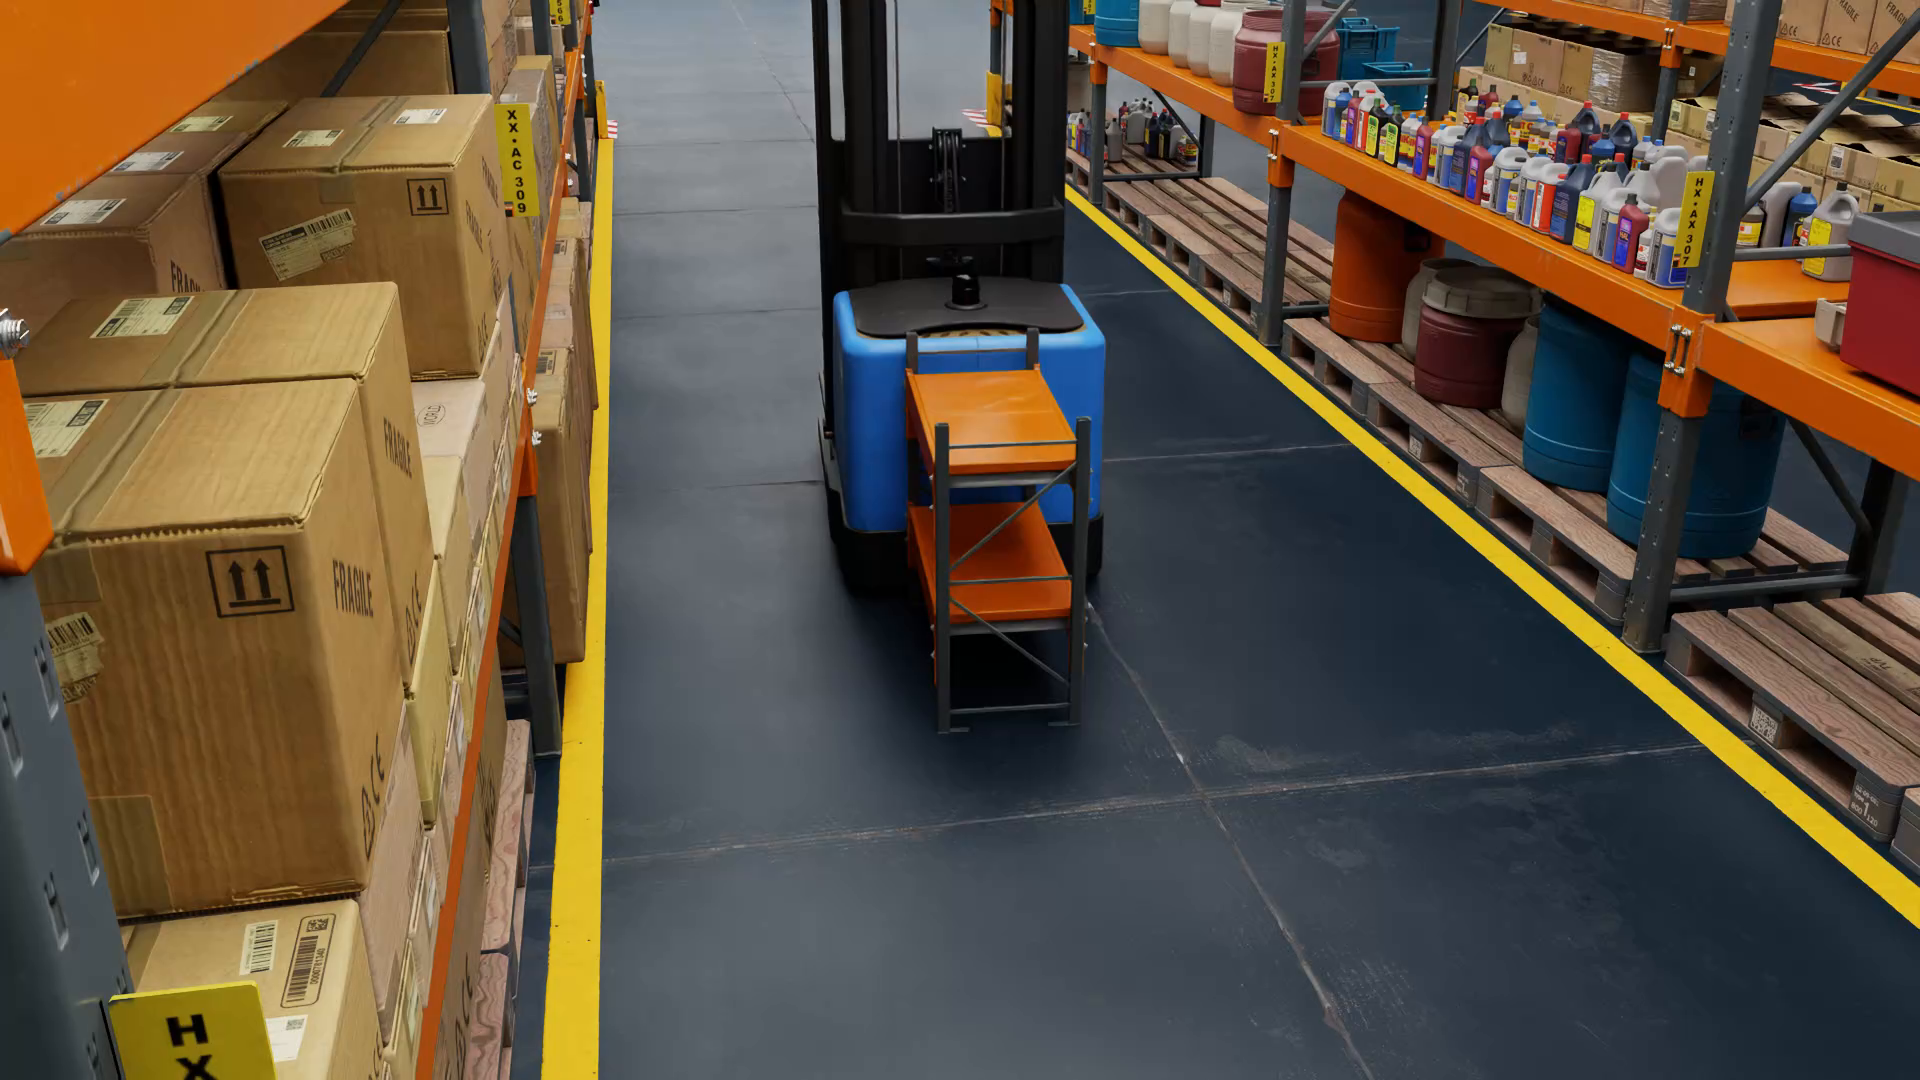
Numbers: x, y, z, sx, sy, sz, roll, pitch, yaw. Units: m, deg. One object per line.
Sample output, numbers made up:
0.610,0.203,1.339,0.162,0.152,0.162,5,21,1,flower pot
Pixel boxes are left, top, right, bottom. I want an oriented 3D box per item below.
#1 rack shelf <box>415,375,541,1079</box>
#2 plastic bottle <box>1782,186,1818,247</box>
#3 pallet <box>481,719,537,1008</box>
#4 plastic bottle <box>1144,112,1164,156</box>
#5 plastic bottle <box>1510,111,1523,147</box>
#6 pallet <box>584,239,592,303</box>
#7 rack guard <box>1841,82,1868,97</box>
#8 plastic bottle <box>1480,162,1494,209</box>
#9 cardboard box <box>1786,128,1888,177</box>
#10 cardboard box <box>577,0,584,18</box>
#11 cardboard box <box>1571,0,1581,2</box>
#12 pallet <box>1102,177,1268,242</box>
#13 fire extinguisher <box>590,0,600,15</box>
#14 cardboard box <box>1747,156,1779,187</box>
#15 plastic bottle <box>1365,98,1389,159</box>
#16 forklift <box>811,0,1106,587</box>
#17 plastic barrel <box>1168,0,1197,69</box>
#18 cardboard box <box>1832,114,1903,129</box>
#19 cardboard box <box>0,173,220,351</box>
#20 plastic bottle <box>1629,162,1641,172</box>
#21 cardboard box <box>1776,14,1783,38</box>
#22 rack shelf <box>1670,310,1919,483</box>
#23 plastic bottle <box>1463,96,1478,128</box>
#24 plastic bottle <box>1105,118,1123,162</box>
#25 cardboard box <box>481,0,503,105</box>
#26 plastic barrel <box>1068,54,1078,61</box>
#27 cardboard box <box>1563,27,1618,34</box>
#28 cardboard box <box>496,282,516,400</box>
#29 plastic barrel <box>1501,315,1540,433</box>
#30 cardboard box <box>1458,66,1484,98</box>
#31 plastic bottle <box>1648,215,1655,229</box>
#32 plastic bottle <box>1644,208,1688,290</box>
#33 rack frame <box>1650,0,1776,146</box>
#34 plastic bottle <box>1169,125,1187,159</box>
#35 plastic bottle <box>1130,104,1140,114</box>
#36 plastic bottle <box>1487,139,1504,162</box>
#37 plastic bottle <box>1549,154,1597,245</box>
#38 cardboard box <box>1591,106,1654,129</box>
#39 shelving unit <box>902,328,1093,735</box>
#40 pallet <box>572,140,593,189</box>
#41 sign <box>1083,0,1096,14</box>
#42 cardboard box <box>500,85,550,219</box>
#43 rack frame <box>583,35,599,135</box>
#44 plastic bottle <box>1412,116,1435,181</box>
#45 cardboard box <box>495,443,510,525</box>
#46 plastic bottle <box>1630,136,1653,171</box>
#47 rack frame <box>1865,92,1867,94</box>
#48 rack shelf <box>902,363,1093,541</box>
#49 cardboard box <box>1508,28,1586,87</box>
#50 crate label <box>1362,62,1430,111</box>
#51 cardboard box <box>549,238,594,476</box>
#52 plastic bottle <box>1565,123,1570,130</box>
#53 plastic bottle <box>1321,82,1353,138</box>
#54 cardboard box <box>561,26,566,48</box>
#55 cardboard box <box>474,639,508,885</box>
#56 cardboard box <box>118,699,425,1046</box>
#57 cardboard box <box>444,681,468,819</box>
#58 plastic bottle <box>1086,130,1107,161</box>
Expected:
-1.469,0.484,3.293,1.077,0.370,4.000,-4,24,-10,rack shelf
3.298,-1.251,6.527,0.097,0.271,0.097,0,24,0,plastic bottle
-1.775,0.950,4.811,1.003,0.211,1.213,-4,24,-10,pallet
1.666,-3.471,14.210,0.144,0.351,0.185,-4,24,-10,plastic bottle
2.883,-2.101,8.562,0.097,0.201,0.097,0,24,0,plastic bottle
-2.944,-1.714,10.912,1.003,0.211,1.213,-4,24,-10,pallet
10.560,-5.277,18.708,1.175,0.500,0.348,-4,24,-10,rack guard
2.361,-1.569,7.343,0.097,0.201,0.097,0,24,0,plastic bottle
6.535,-2.915,12.386,0.500,0.311,0.500,-4,24,-8,cardboard box
-3.399,-4.342,12.948,0.875,0.500,0.500,-4,24,-10,cardboard box
6.041,-5.337,15.597,0.700,0.500,0.500,-4,24,-8,cardboard box
1.732,-2.562,12.852,1.003,0.211,1.213,-4,24,-10,pallet
-3.626,-5.396,15.954,0.296,0.674,0.183,-4,24,-10,fire extinguisher
6.441,-2.862,12.965,0.500,0.250,0.500,-5,24,-11,cardboard box
2.117,-2.087,8.426,0.061,0.283,0.133,-4,24,-10,plastic bottle
-0.111,-1.710,7.504,1.130,2.935,3.031,-3,24,-6,forklift
1.646,-3.527,11.408,0.433,0.535,0.433,0,24,0,plastic barrel
6.967,-3.162,12.951,0.500,0.311,0.500,-4,24,-10,cardboard box
-1.818,-0.438,3.384,0.500,0.500,0.500,-5,24,-11,cardboard box
2.984,-1.557,7.316,0.097,0.201,0.097,0,24,0,plastic bottle
6.381,-4.032,13.048,0.380,0.149,0.250,-4,24,-10,cardboard box
3.398,0.117,4.133,1.077,0.370,4.000,-4,24,-10,rack shelf
2.786,-2.307,9.033,0.097,0.201,0.097,0,24,0,plastic bottle
1.288,-3.376,13.992,0.144,0.351,0.185,-4,24,-10,plastic bottle
-2.211,-1.903,6.481,0.797,0.503,0.637,-4,24,-8,cardboard box
1.006,-4.518,16.431,0.421,0.512,0.421,0,24,0,plastic barrel
6.269,-4.779,16.419,0.500,0.500,0.500,-4,24,-10,cardboard box
-1.500,-0.546,4.568,0.500,0.250,0.500,-5,24,-11,cardboard box
2.797,-0.774,7.858,0.421,0.512,0.421,0,24,0,plastic barrel
5.559,-4.789,17.379,0.500,0.250,0.500,-4,24,-10,cardboard box
2.625,-1.140,6.360,0.097,0.201,0.097,0,24,0,plastic bottle
2.638,-1.073,6.115,0.152,0.276,0.135,-4,24,-10,plastic bottle
6.418,-4.511,13.831,1.000,3.000,0.127,-4,24,-10,rack frame
1.834,-3.382,14.100,0.152,0.276,0.135,-3,24,-8,plastic bottle
1.625,-3.827,15.118,0.152,0.276,0.135,-5,24,-11,plastic bottle
2.396,-1.658,7.459,0.097,0.271,0.097,0,24,0,plastic bottle
2.503,-1.387,6.739,0.144,0.351,0.185,-4,24,-10,plastic bottle
6.034,-3.807,15.130,0.500,0.250,0.500,-4,24,-10,cardboard box
0.109,-0.065,5.994,0.538,1.125,1.048,-3,24,-6,shelving unit
-3.706,-3.244,14.413,1.003,0.211,1.213,-4,24,-10,pallet
1.006,-4.236,12.856,0.100,0.325,0.005,-4,24,-10,sign
-2.058,-1.675,7.213,0.500,0.500,0.500,-5,24,-11,cardboard box
-4.058,-5.353,15.758,1.000,3.000,0.127,-4,24,-10,rack frame
2.220,-1.867,7.923,0.061,0.283,0.133,-4,24,-10,plastic bottle
-1.318,-0.118,4.087,0.380,0.149,0.250,-4,24,-9,cardboard box
3.091,-1.692,7.537,0.097,0.271,0.097,0,24,0,plastic bottle
10.546,-6.452,18.276,1.000,3.000,0.127,-4,24,-10,rack frame
0.109,-0.333,5.877,0.538,0.278,1.000,-3,24,-6,rack shelf
5.758,-4.741,16.331,0.500,0.500,0.500,-4,24,-10,cardboard box
2.579,-2.689,9.869,0.303,0.233,0.416,-4,24,-10,crate label
-2.314,-0.800,7.465,1.225,0.875,0.875,-4,24,-10,cardboard box
2.994,-1.942,8.094,0.061,0.283,0.133,-4,24,-10,plastic bottle
2.051,-2.321,8.973,0.152,0.276,0.135,-4,24,-10,plastic bottle
-3.063,-3.771,12.450,0.380,0.149,0.250,-4,24,-10,cardboard box
-1.796,0.414,4.684,0.875,0.875,0.875,-4,24,-10,cardboard box
-1.026,0.460,2.264,0.500,0.250,0.500,-5,24,-10,cardboard box
-1.081,0.386,2.932,0.380,0.149,0.250,-5,24,-10,cardboard box
1.147,-3.365,13.968,0.144,0.351,0.185,-5,24,-11,plastic bottle
